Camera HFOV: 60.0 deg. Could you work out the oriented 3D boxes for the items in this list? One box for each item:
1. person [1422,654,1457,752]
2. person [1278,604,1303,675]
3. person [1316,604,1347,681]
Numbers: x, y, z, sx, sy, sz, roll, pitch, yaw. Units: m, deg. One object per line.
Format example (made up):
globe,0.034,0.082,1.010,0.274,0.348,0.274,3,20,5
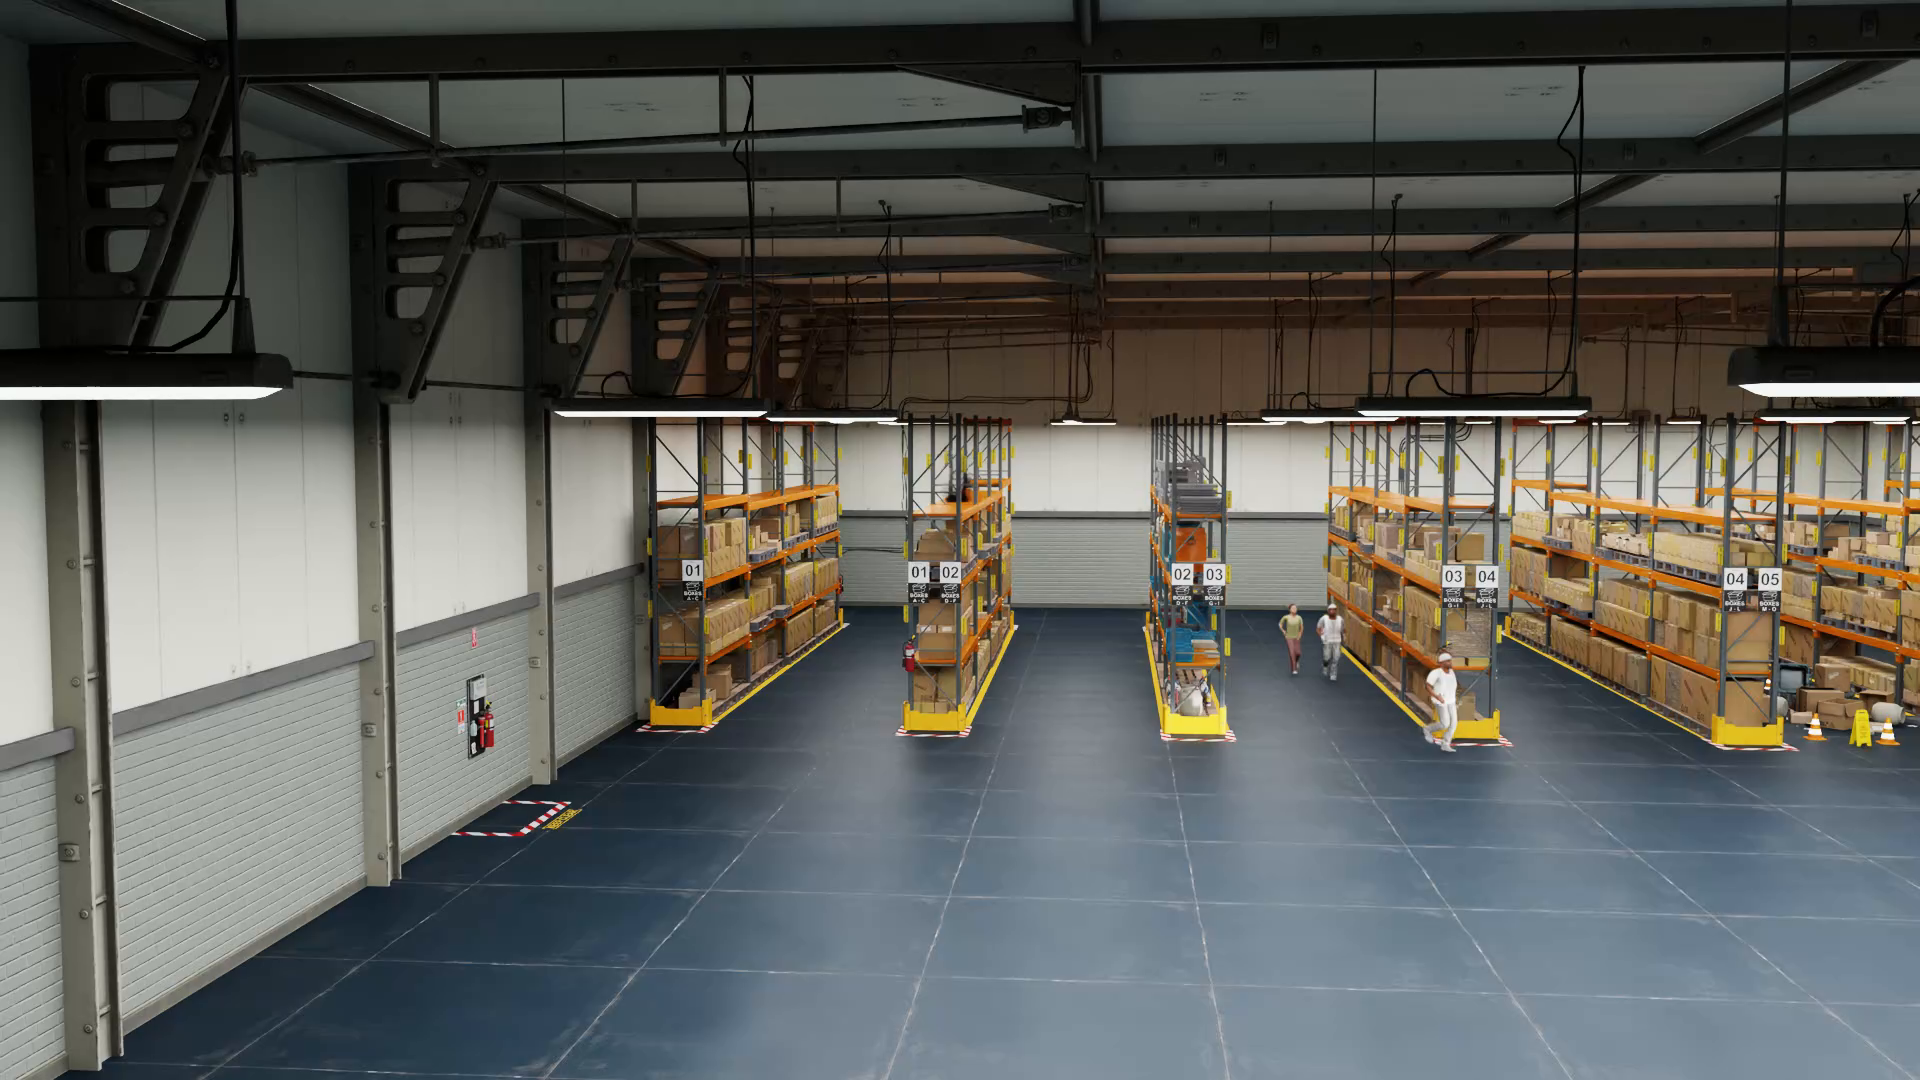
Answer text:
person,8.613,2.872,29.555,0.729,1.711,0.726,-2,4,-30
person,7.763,2.308,38.821,0.583,1.607,0.695,0,4,-2
person,8.448,2.317,37.732,0.680,1.733,0.621,0,4,2
